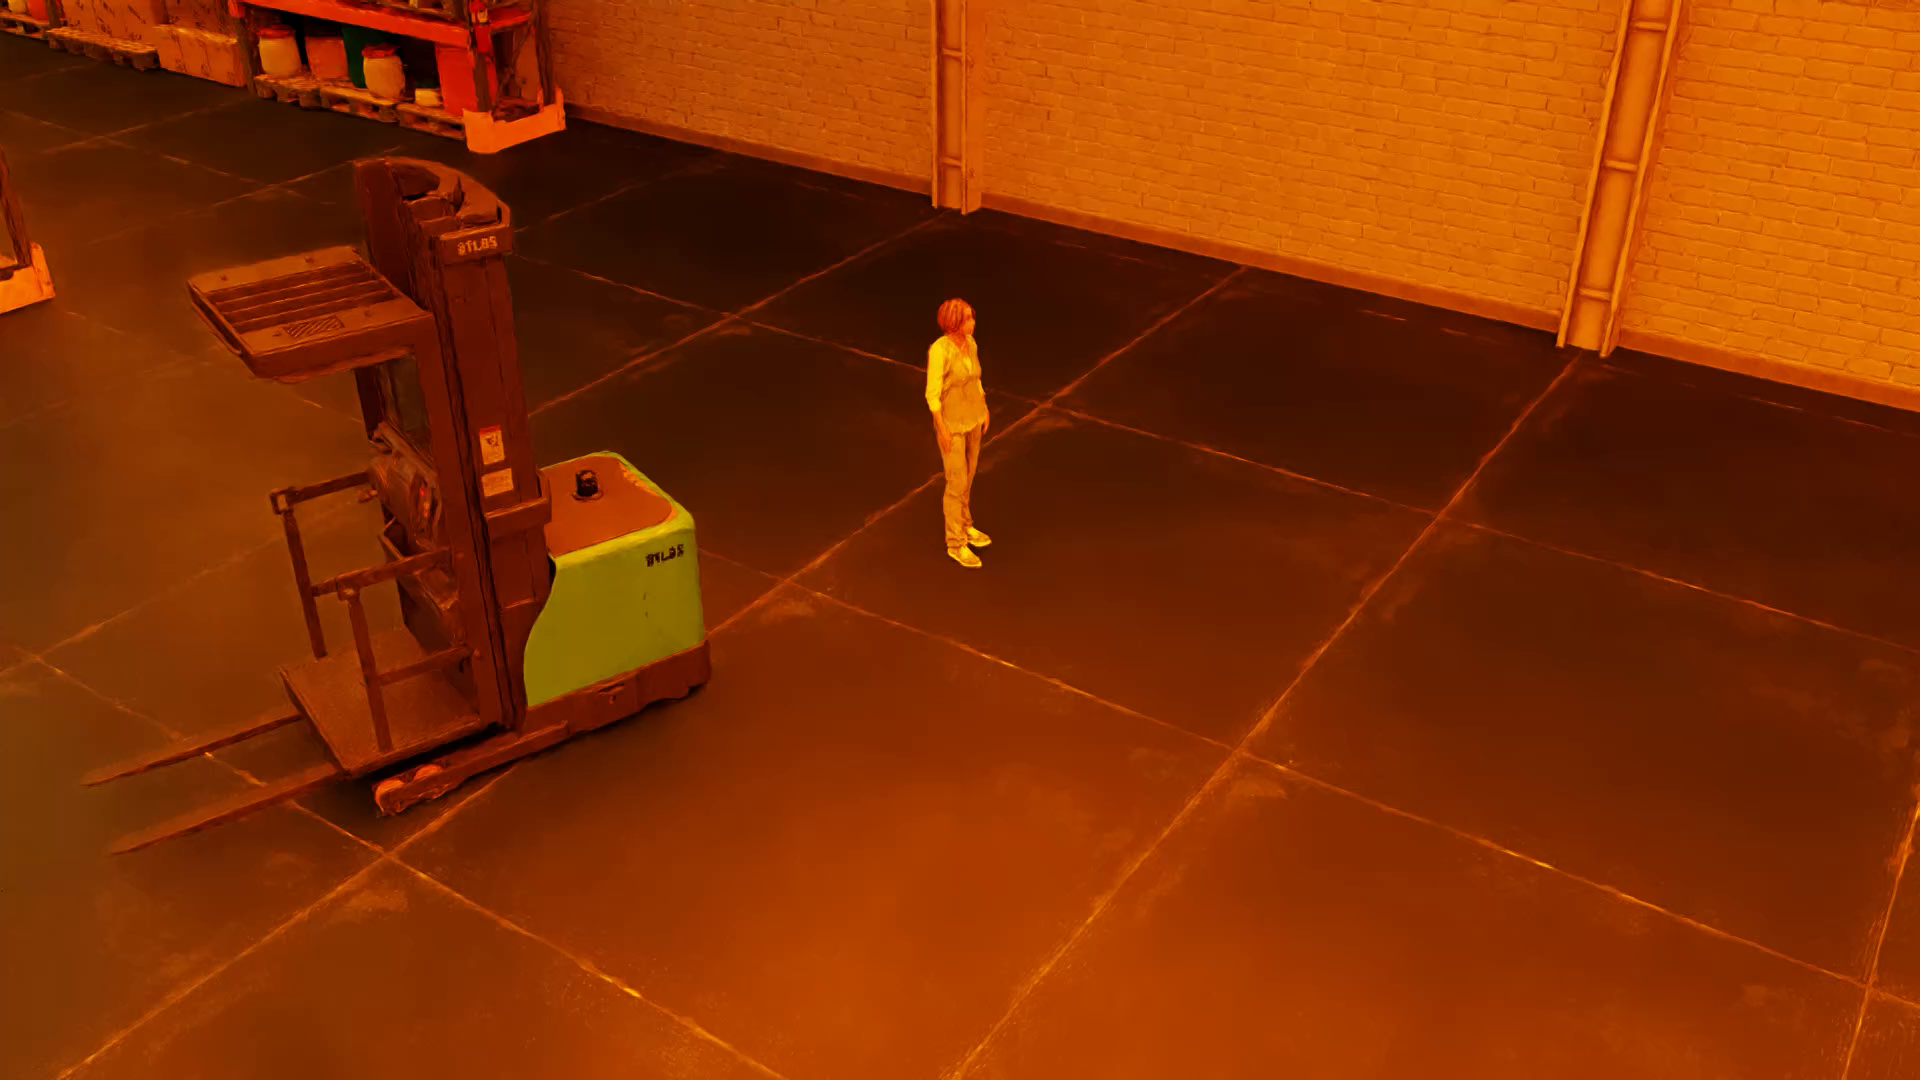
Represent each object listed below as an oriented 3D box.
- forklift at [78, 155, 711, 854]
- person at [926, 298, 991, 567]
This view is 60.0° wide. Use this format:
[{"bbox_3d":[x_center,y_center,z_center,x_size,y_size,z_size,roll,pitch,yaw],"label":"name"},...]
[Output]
[{"bbox_3d":[-2.852,-0.225,7.968,3.031,2.935,1.130,-20,36,-31],"label":"forklift"},{"bbox_3d":[0.054,-0.670,10.050,0.474,1.597,0.521,19,35,29],"label":"person"}]
